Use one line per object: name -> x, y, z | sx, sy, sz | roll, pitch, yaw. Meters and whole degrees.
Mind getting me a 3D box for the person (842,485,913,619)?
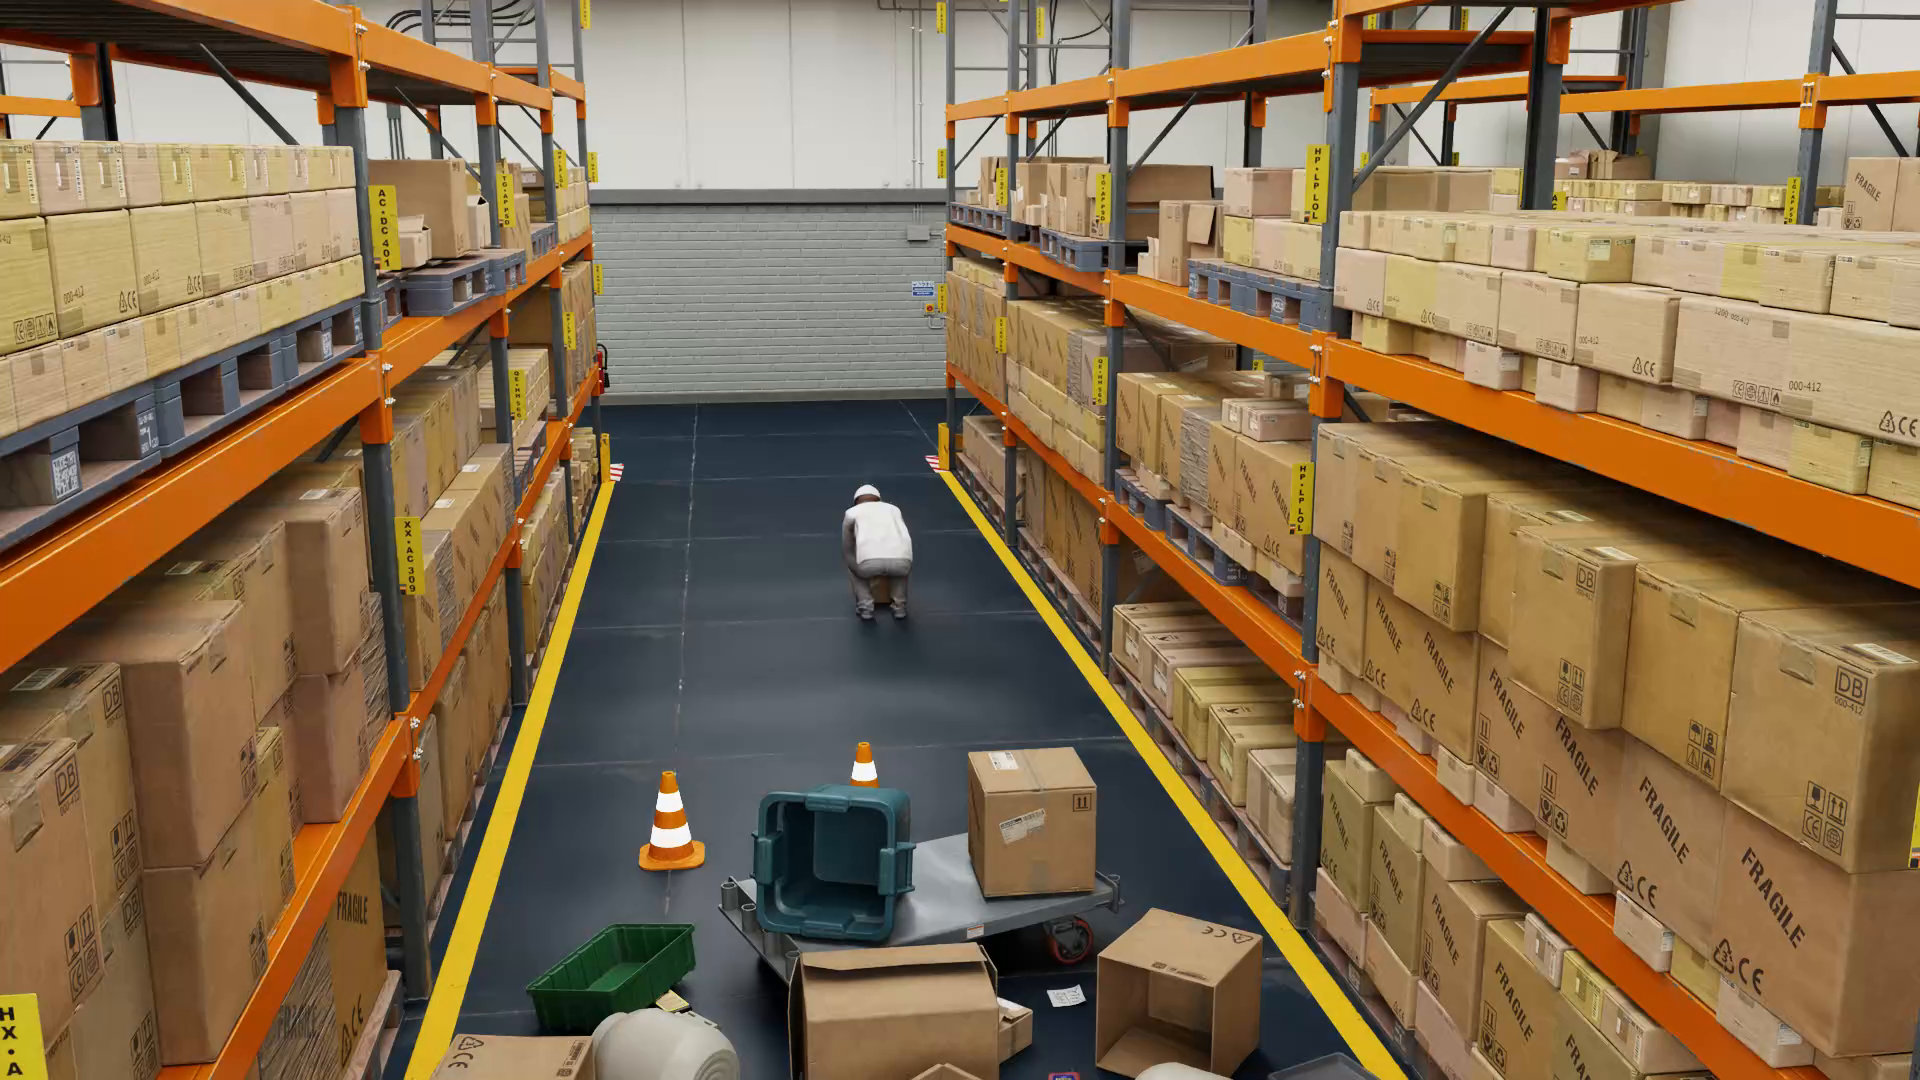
person -> -0.666, 0.098, 13.304 | 0.537, 0.964, 0.908 | -2, 13, -8
